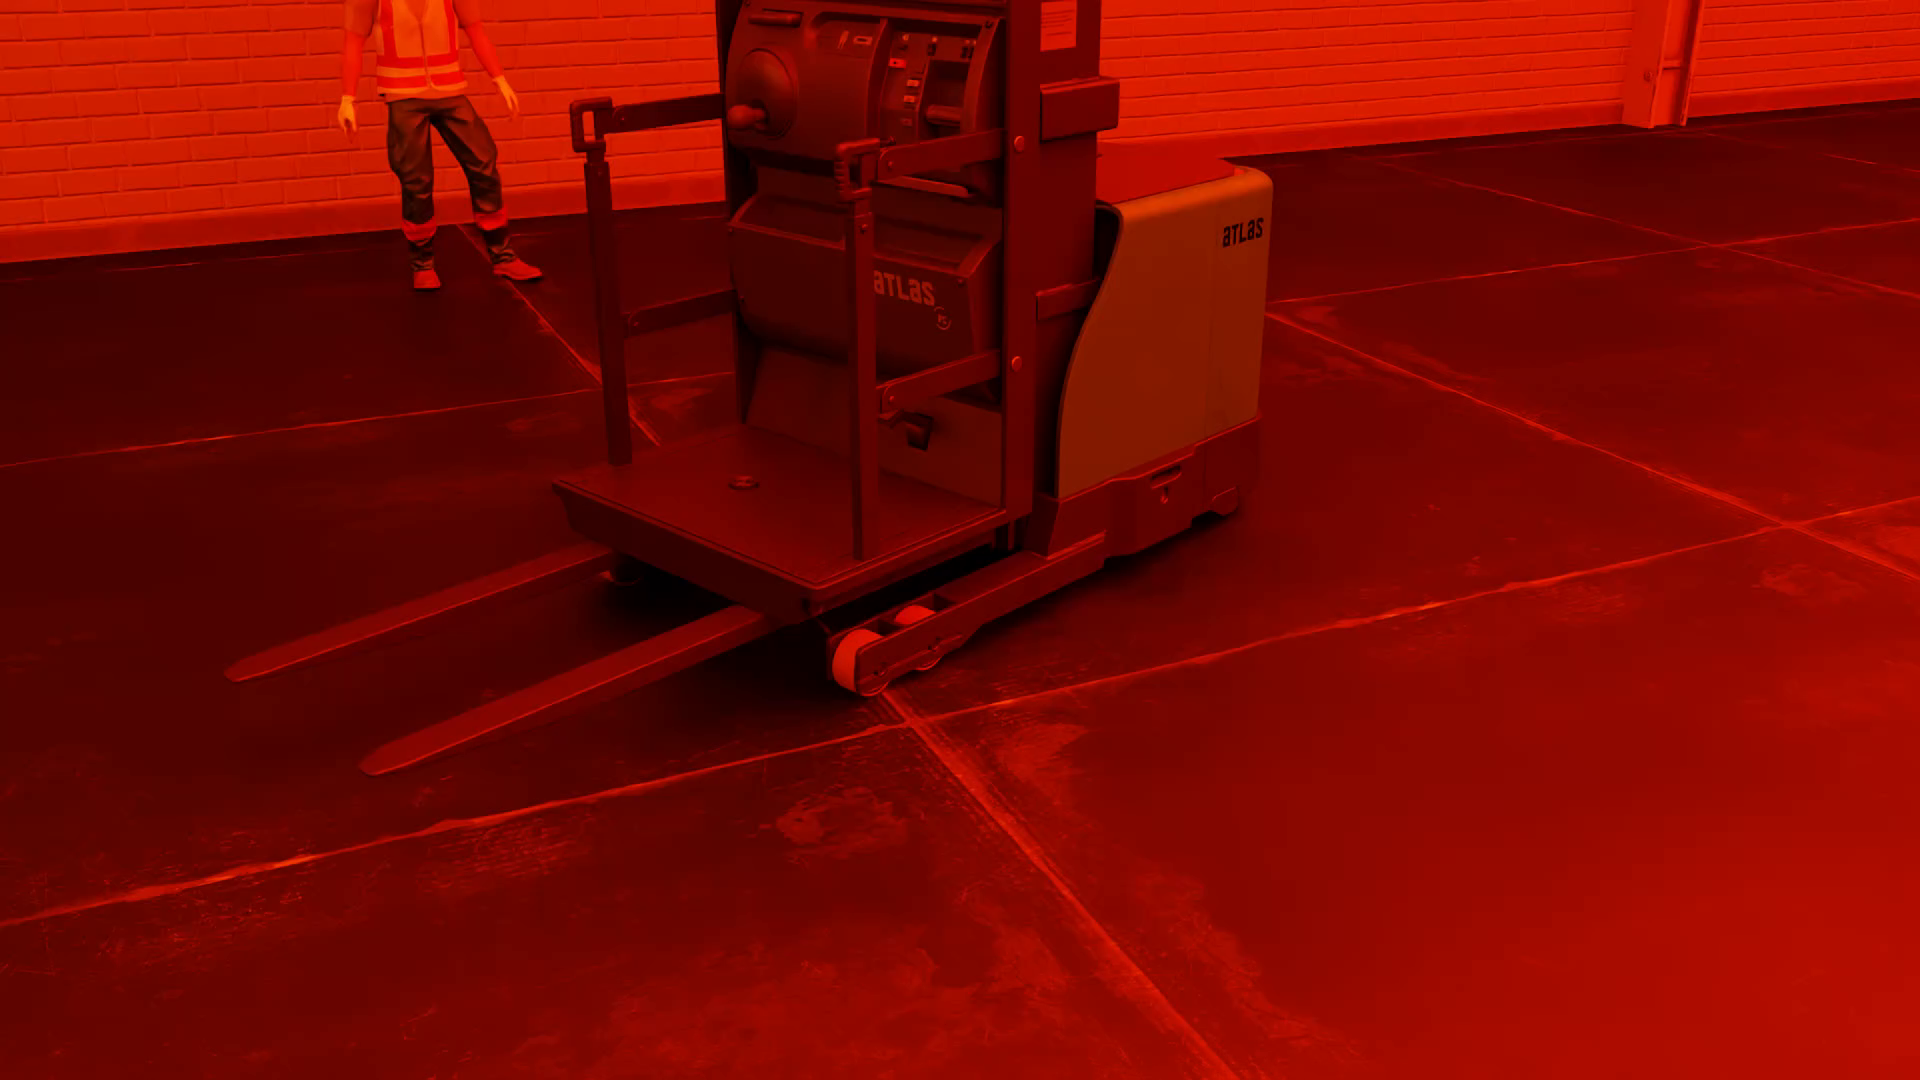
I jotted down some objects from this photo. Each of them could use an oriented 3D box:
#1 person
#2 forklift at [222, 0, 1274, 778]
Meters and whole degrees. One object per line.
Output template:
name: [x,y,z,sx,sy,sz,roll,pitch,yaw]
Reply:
person: [-2.472,-2.055,7.768,0.818,1.755,0.420,-14,26,-30]
forklift: [-0.413,-1.182,4.131,1.130,2.935,3.031,19,29,39]
